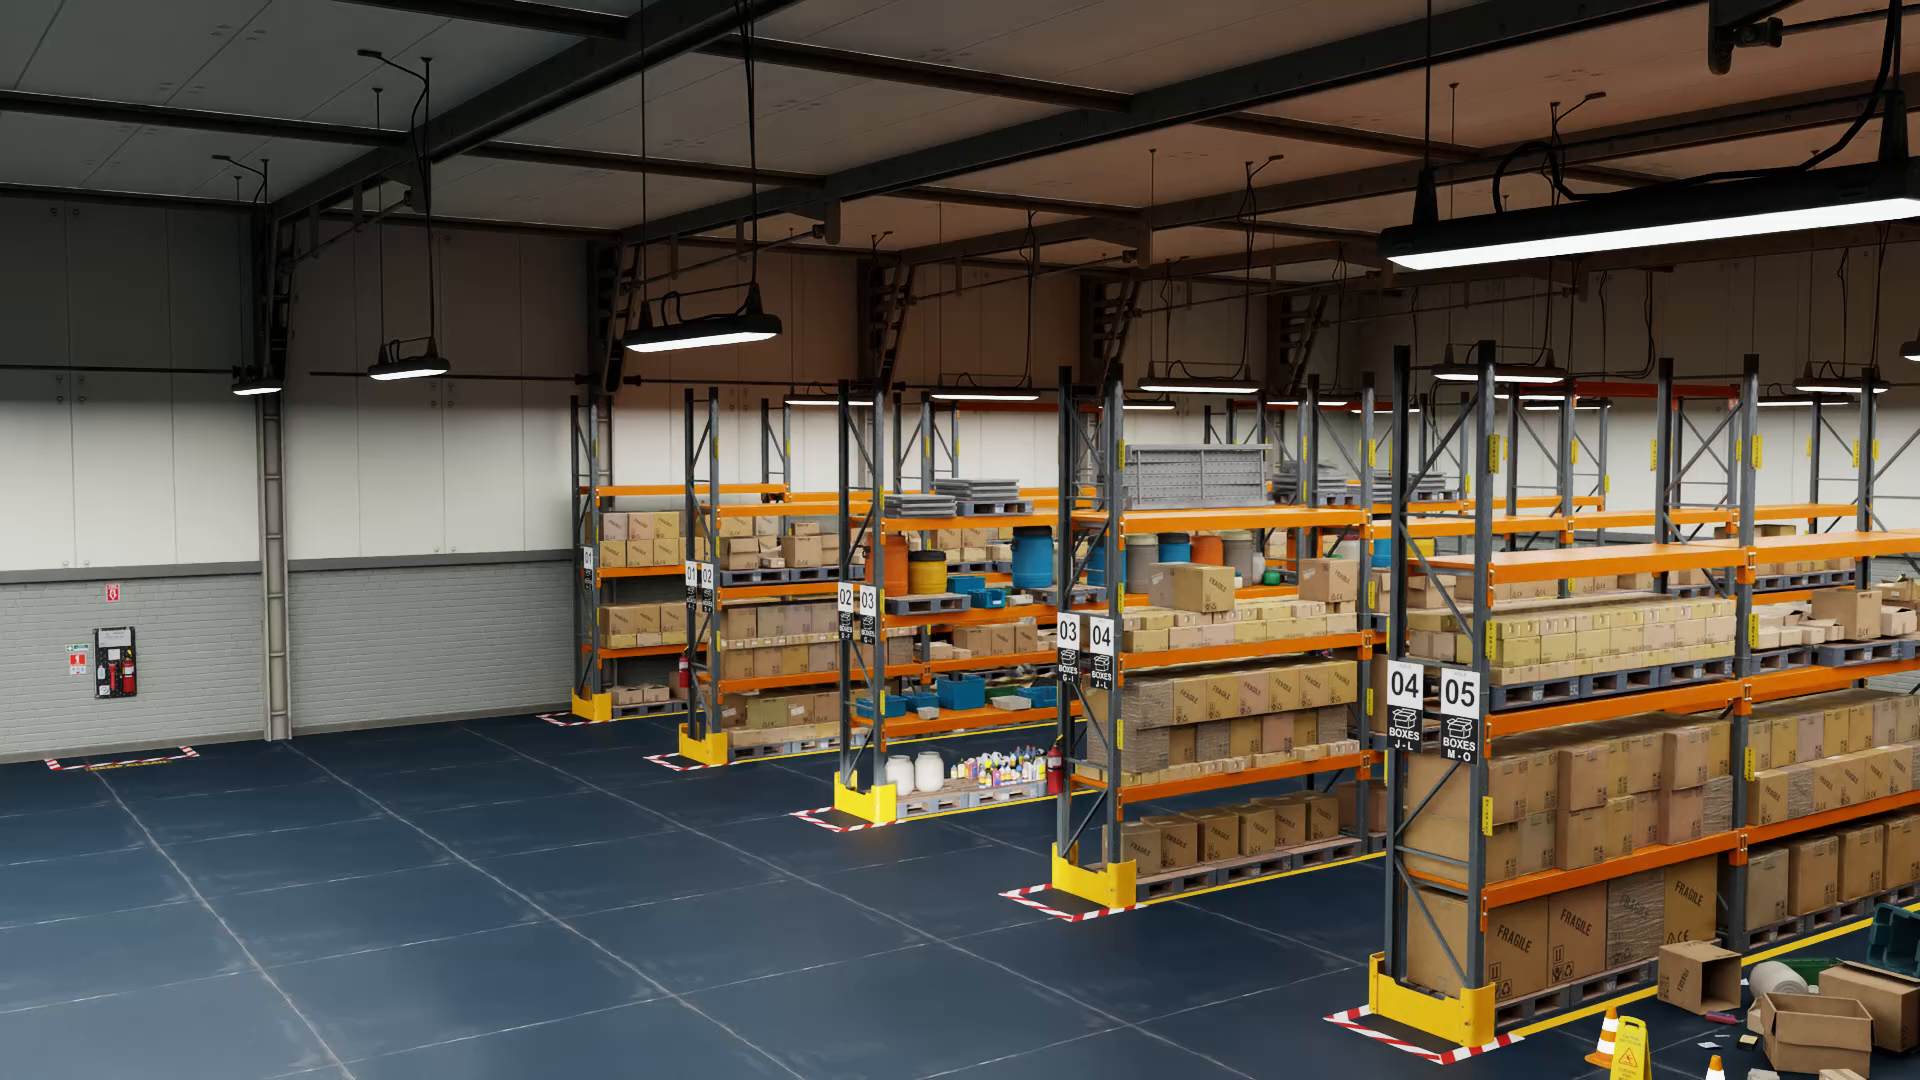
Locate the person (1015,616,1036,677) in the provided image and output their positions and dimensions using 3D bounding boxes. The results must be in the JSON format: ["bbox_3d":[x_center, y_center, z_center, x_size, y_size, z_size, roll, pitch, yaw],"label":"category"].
[{"bbox_3d":[1.401,1.993,34.752,0.628,1.697,0.575,-1,4,-23],"label":"person"}]
